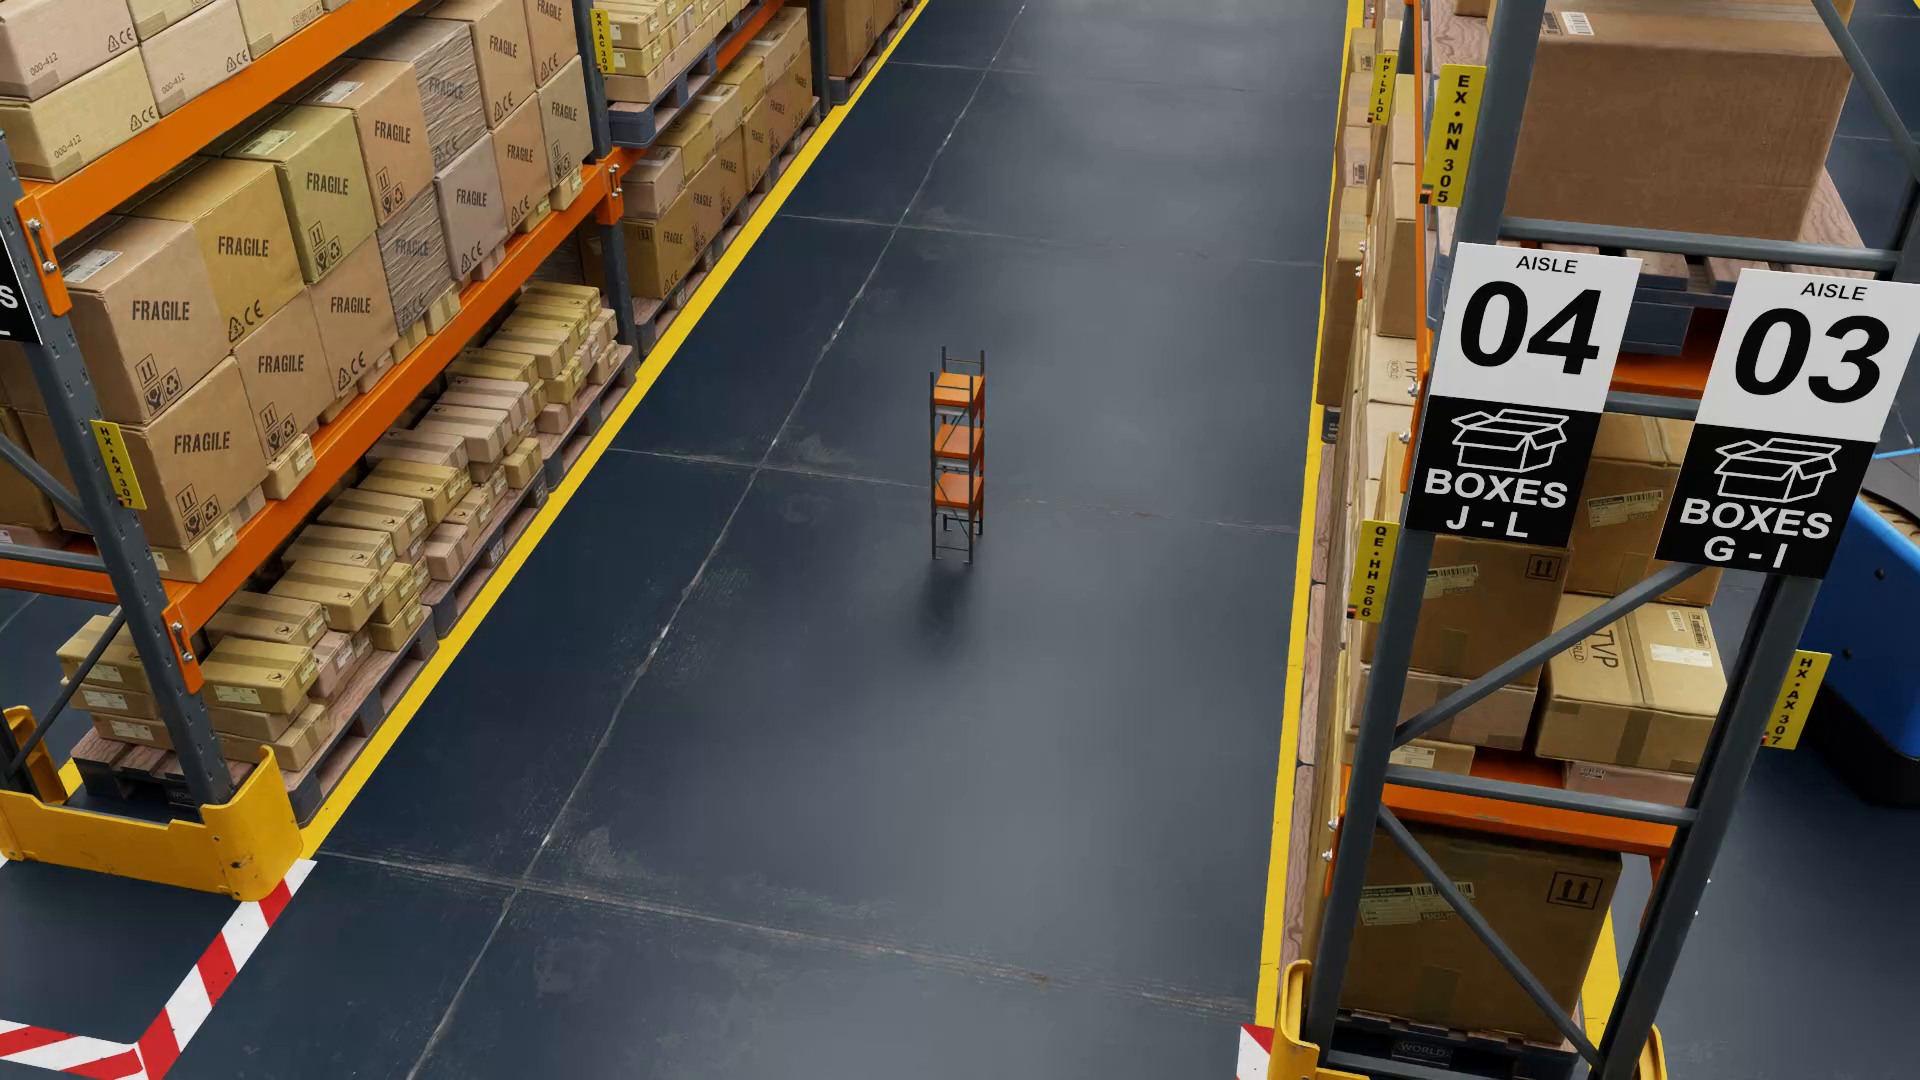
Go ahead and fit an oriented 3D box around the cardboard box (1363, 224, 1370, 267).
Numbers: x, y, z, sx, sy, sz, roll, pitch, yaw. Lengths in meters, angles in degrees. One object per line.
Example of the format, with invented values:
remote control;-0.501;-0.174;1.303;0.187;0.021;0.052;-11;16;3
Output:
cardboard box;2.085;-1.338;7.754;0.380;0.149;0.250;7;37;10

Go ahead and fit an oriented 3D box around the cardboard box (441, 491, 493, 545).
cardboard box;-2.463;-0.118;7.929;0.380;0.149;0.250;7;37;10

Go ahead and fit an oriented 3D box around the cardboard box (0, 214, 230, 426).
cardboard box;-2.850;-0.744;5.530;0.500;0.500;0.500;7;37;10

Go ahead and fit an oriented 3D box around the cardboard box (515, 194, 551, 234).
cardboard box;-2.247;-1.645;8.178;0.380;0.149;0.250;9;37;12

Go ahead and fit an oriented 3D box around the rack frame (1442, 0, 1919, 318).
rack frame;1.619;-1.703;2.932;1.000;3.000;0.127;7;37;10

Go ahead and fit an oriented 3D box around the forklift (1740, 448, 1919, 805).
forklift;5.051;-0.570;6.538;3.031;2.935;1.130;-9;37;-12

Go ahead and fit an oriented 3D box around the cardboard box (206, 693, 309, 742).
cardboard box;-2.843;0.642;6.627;0.380;0.149;0.250;9;37;12

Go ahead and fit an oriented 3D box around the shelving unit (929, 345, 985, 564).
shelving unit;-0.011;-0.394;7.900;0.215;1.050;0.252;7;37;10

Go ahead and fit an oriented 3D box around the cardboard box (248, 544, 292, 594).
cardboard box;-3.104;0.132;7.329;0.380;0.149;0.250;7;37;9

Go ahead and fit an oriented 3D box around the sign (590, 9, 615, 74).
sign;-1.819;-2.534;8.453;0.100;0.325;0.005;7;37;10

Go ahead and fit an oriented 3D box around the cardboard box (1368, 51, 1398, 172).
cardboard box;2.418;-2.193;8.635;0.500;0.500;0.500;8;37;11

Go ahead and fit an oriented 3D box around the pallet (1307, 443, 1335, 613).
pallet;2.234;-0.012;8.087;1.003;0.211;1.213;7;37;10

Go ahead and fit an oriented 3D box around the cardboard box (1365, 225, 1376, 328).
cardboard box;2.006;-1.106;7.095;0.500;0.250;0.500;7;37;10

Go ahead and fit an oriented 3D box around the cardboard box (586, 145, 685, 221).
cardboard box;-1.935;-2.099;9.723;0.500;0.250;0.500;6;36;8

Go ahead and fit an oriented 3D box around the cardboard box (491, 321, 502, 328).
cardboard box;-2.741;-1.216;9.189;0.380;0.149;0.250;9;37;12

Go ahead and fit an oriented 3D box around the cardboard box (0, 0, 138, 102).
cardboard box;-2.856;-1.535;4.958;0.500;0.250;0.500;8;37;11

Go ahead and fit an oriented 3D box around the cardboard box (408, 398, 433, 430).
cardboard box;-2.866;-0.606;8.348;0.380;0.149;0.250;9;37;12

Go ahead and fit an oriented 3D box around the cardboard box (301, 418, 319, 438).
cardboard box;-2.771;-0.461;6.544;0.380;0.149;0.250;9;37;12

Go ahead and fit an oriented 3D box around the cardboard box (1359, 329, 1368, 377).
cardboard box;1.864;-0.738;6.927;0.380;0.149;0.250;7;36;9

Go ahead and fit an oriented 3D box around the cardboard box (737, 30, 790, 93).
cardboard box;-1.484;-3.286;11.361;0.500;0.250;0.500;8;37;11

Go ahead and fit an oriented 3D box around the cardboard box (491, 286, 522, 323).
cardboard box;-2.627;-1.332;9.097;0.380;0.149;0.250;9;37;12

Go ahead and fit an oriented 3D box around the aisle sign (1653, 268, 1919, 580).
aisle sign;1.896;-0.248;3.821;0.394;0.787;0.004;7;37;10

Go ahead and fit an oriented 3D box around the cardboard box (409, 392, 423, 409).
cardboard box;-2.917;-0.742;8.283;0.380;0.149;0.250;8;37;11

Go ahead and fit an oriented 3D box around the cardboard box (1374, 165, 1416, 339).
cardboard box;1.902;-1.108;6.458;0.500;0.500;0.500;6;36;8

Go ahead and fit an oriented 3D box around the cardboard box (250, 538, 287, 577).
cardboard box;-3.182;0.012;7.241;0.380;0.149;0.250;6;36;8

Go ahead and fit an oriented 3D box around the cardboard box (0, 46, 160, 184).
cardboard box;-2.860;-1.333;5.105;0.500;0.250;0.500;9;37;12

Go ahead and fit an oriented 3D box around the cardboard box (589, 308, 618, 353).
cardboard box;-2.108;-1.163;9.116;0.380;0.149;0.250;8;37;11

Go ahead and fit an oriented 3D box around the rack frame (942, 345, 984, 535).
rack frame;0.015;-0.464;7.996;0.200;1.050;0.008;7;37;10

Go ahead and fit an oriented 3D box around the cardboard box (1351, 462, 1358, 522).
cardboard box;1.644;-0.152;6.118;0.380;0.149;0.250;7;37;10

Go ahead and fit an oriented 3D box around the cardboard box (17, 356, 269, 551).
cardboard box;-2.840;-0.338;5.821;0.500;0.500;0.500;9;37;12

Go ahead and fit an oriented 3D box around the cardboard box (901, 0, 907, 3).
cardboard box;-0.897;-5.173;14.391;1.050;0.750;0.750;7;37;10

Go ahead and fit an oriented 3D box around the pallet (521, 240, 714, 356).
pallet;-2.186;-1.565;10.229;1.003;0.211;1.213;7;37;10

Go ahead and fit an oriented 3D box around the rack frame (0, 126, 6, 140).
rack frame;-3.205;-2.383;3.870;1.000;3.000;0.127;7;37;10

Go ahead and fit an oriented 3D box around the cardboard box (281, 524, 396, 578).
cardboard box;-2.669;0.078;7.151;0.380;0.149;0.250;6;36;8

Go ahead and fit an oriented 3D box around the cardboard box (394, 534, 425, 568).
cardboard box;-2.639;0.043;7.453;0.380;0.149;0.250;6;36;8

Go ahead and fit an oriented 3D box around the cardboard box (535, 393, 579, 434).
cardboard box;-2.232;-0.697;8.727;0.380;0.149;0.250;6;36;8

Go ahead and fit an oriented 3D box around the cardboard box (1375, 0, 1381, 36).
cardboard box;2.850;-3.361;10.246;0.500;0.500;0.500;6;36;9

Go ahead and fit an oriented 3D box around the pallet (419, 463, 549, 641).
pallet;-2.718;-0.027;8.107;1.003;0.211;1.213;7;37;10

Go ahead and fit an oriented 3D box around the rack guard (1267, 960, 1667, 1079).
rack guard;1.613;1.752;5.407;1.175;0.500;0.348;7;37;10

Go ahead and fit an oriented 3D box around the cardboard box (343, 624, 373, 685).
cardboard box;-2.758;0.467;7.122;0.380;0.149;0.250;8;37;10

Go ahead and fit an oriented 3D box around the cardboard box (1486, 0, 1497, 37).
cardboard box;1.978;-1.655;4.893;0.700;0.500;0.500;5;36;7

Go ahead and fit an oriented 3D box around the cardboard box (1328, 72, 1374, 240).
cardboard box;2.962;-2.267;10.275;1.225;0.875;0.875;7;37;10

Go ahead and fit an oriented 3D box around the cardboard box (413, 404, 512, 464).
cardboard box;-2.380;-0.510;7.962;0.380;0.149;0.250;6;36;8

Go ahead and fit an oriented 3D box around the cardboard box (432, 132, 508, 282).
cardboard box;-2.398;-1.513;7.443;0.500;0.500;0.500;7;37;10

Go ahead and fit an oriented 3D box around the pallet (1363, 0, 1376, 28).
pallet;4.017;-4.578;14.387;1.003;0.211;1.213;7;37;10

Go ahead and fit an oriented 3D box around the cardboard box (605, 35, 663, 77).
cardboard box;-1.818;-2.604;8.890;0.380;0.149;0.250;8;37;11

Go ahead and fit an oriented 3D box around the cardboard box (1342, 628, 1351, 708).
cardboard box;1.427;0.433;5.311;0.380;0.149;0.250;8;37;10

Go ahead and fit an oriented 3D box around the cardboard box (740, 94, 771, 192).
cardboard box;-1.593;-2.686;11.172;0.500;0.500;0.500;6;36;8

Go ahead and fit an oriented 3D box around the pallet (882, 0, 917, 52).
pallet;-0.992;-4.551;14.349;1.003;0.211;1.213;7;37;10

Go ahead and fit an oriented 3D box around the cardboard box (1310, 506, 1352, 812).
cardboard box;1.871;0.517;6.433;0.875;0.875;0.875;7;37;10

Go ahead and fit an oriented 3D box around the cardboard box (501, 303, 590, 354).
cardboard box;-2.189;-1.116;8.798;0.380;0.149;0.250;8;37;11

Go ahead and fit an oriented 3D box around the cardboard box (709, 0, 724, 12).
cardboard box;-1.599;-3.205;9.719;0.380;0.149;0.250;9;37;12

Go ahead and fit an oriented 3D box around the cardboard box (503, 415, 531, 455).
cardboard box;-2.378;-0.570;8.299;0.380;0.149;0.250;8;37;11

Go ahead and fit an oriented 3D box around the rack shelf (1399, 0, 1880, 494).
rack shelf;2.046;-1.344;5.605;1.077;0.370;4.000;7;37;10

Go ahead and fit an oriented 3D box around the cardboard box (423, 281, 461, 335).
cardboard box;-2.447;-1.047;7.353;0.380;0.149;0.250;8;37;11

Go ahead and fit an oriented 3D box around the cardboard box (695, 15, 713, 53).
cardboard box;-1.652;-2.930;9.593;0.380;0.149;0.250;8;37;10

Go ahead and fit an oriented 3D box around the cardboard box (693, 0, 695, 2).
cardboard box;-1.651;-3.175;9.423;0.380;0.149;0.250;7;36;9

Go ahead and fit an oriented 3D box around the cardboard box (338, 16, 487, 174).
cardboard box;-2.416;-1.921;7.154;0.500;0.500;0.500;8;37;11

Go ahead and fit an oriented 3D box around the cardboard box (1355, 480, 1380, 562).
cardboard box;1.572;0.064;5.480;0.500;0.250;0.500;7;36;9
